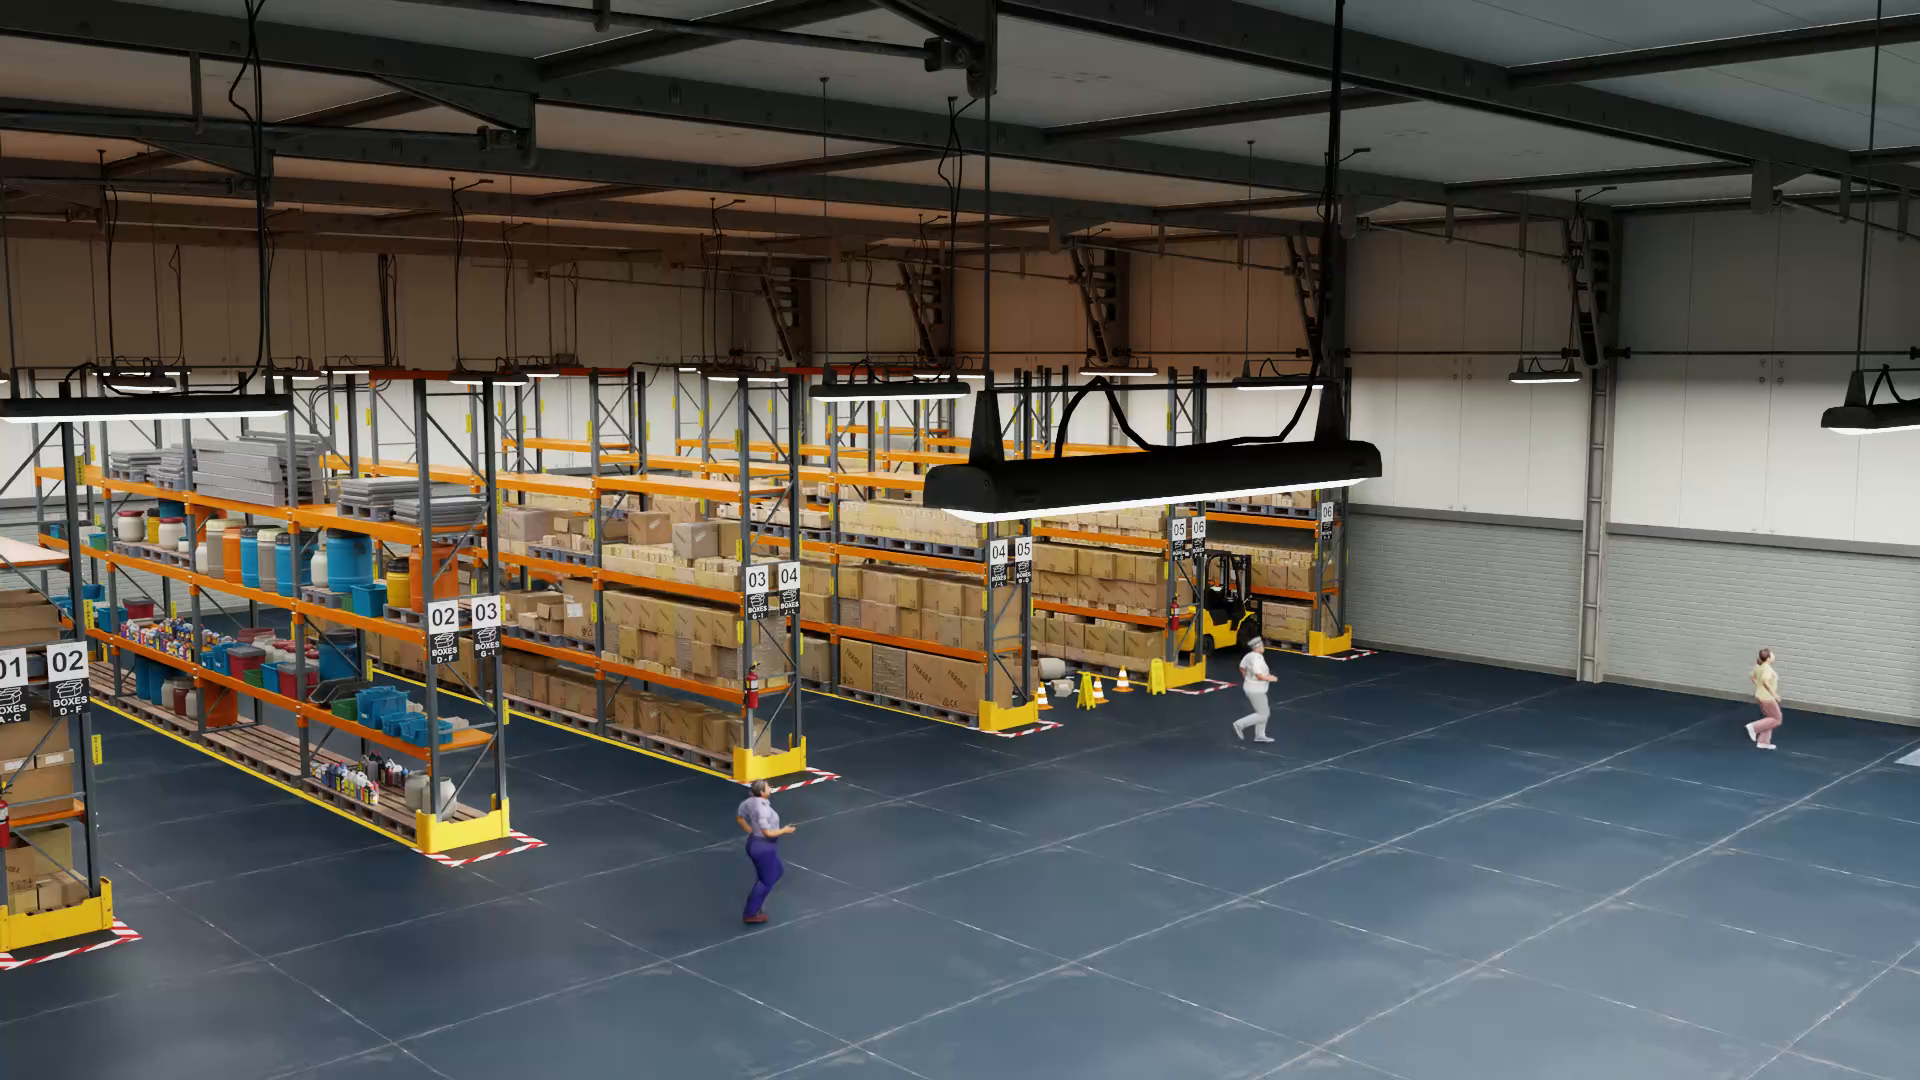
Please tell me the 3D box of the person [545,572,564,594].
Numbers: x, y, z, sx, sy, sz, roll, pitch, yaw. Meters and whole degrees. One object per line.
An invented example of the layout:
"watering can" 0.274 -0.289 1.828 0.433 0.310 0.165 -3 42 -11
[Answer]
"person" -8.474 1.511 35.273 0.670 1.694 0.869 -6 9 -43

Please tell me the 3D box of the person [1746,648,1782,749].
"person" 12.834 2.535 26.581 0.562 1.626 0.586 0 6 0

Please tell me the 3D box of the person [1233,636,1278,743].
"person" 4.755 2.424 26.922 0.746 1.748 0.672 -1 7 -8

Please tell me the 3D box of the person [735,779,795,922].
"person" -2.158 3.481 18.543 0.605 1.528 0.582 -3 7 -24
